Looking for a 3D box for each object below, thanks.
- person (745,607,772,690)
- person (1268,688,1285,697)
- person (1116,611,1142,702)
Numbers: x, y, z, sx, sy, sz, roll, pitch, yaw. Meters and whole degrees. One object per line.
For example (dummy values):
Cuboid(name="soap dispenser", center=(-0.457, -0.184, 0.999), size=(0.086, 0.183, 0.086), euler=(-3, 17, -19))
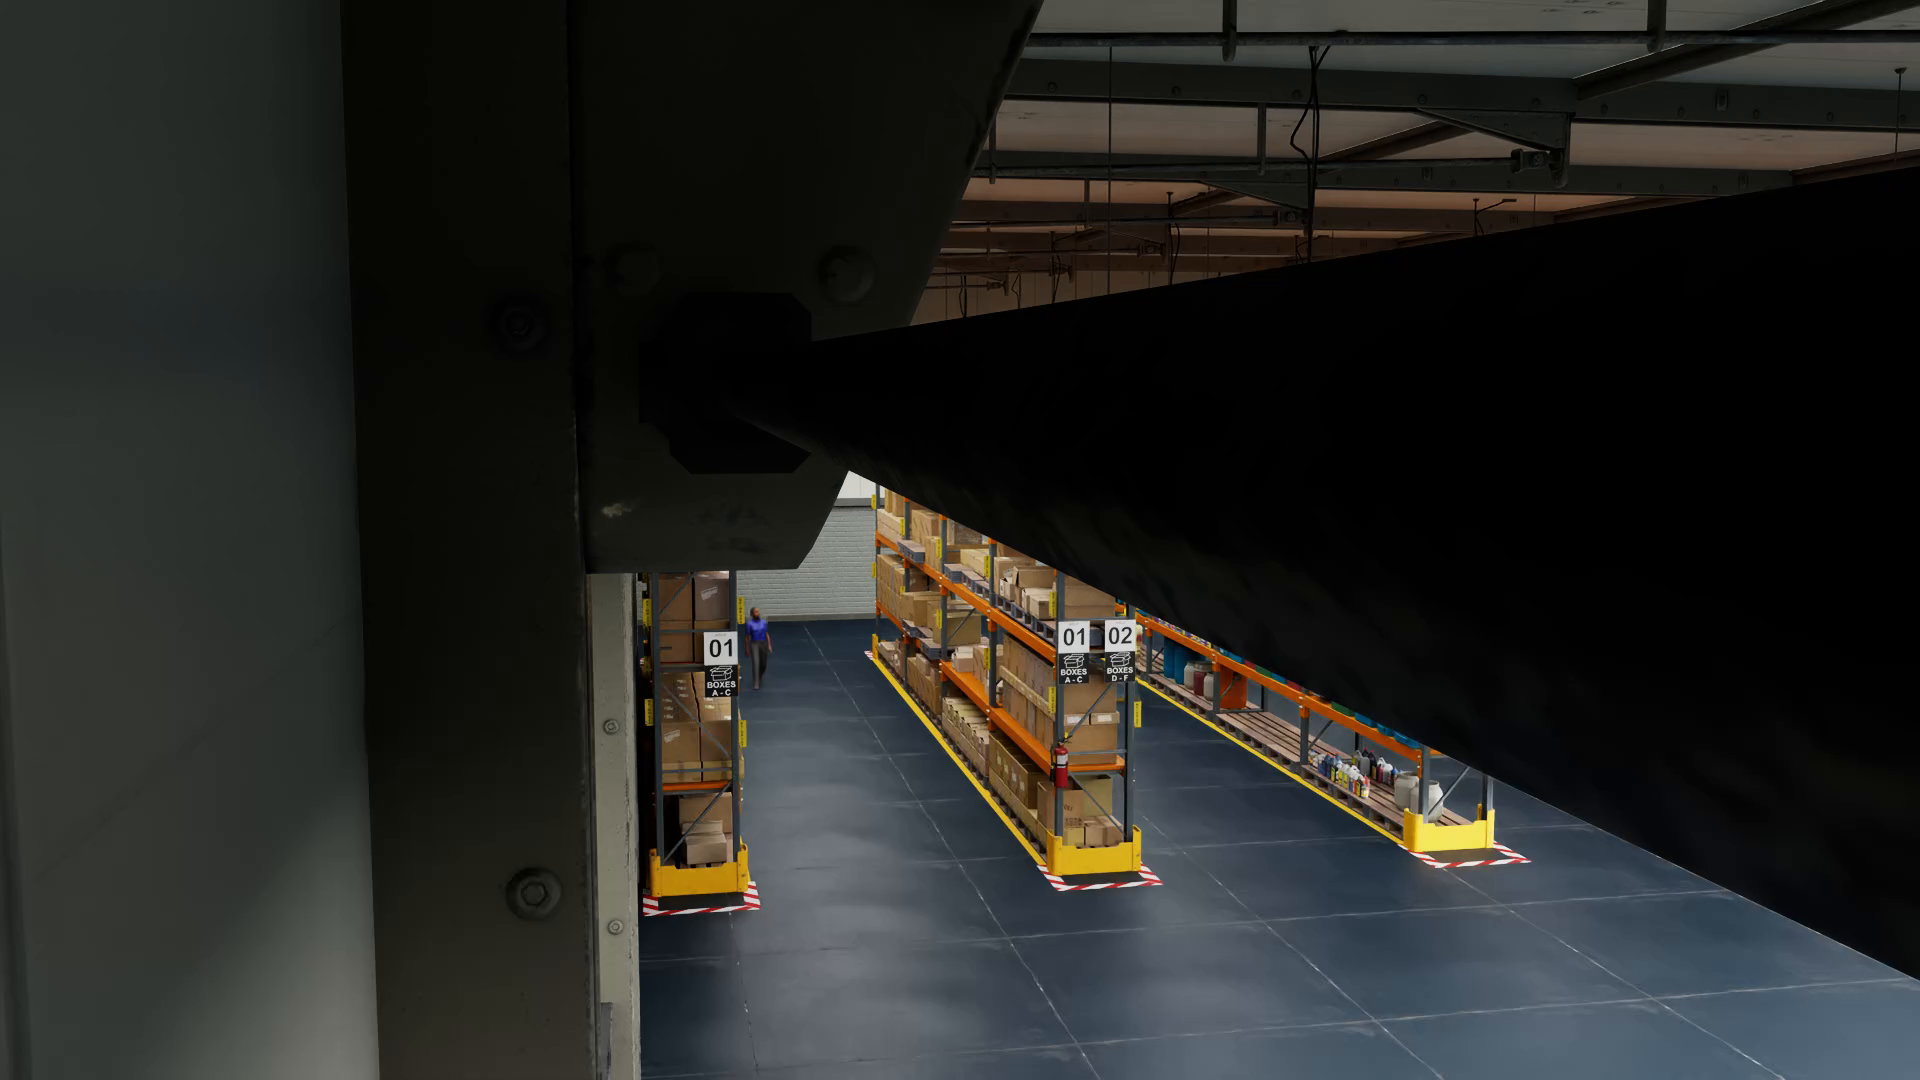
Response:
Cuboid(name="person", center=(-4.033, 2.129, 33.141), size=(0.512, 1.595, 0.951), euler=(-2, 6, -17))
Cuboid(name="person", center=(6.208, 2.194, 32.313), size=(0.601, 1.657, 0.926), euler=(-1, 6, -7))
Cuboid(name="person", center=(3.168, 2.206, 31.753), size=(0.537, 1.760, 0.593), euler=(-1, 6, -13))
